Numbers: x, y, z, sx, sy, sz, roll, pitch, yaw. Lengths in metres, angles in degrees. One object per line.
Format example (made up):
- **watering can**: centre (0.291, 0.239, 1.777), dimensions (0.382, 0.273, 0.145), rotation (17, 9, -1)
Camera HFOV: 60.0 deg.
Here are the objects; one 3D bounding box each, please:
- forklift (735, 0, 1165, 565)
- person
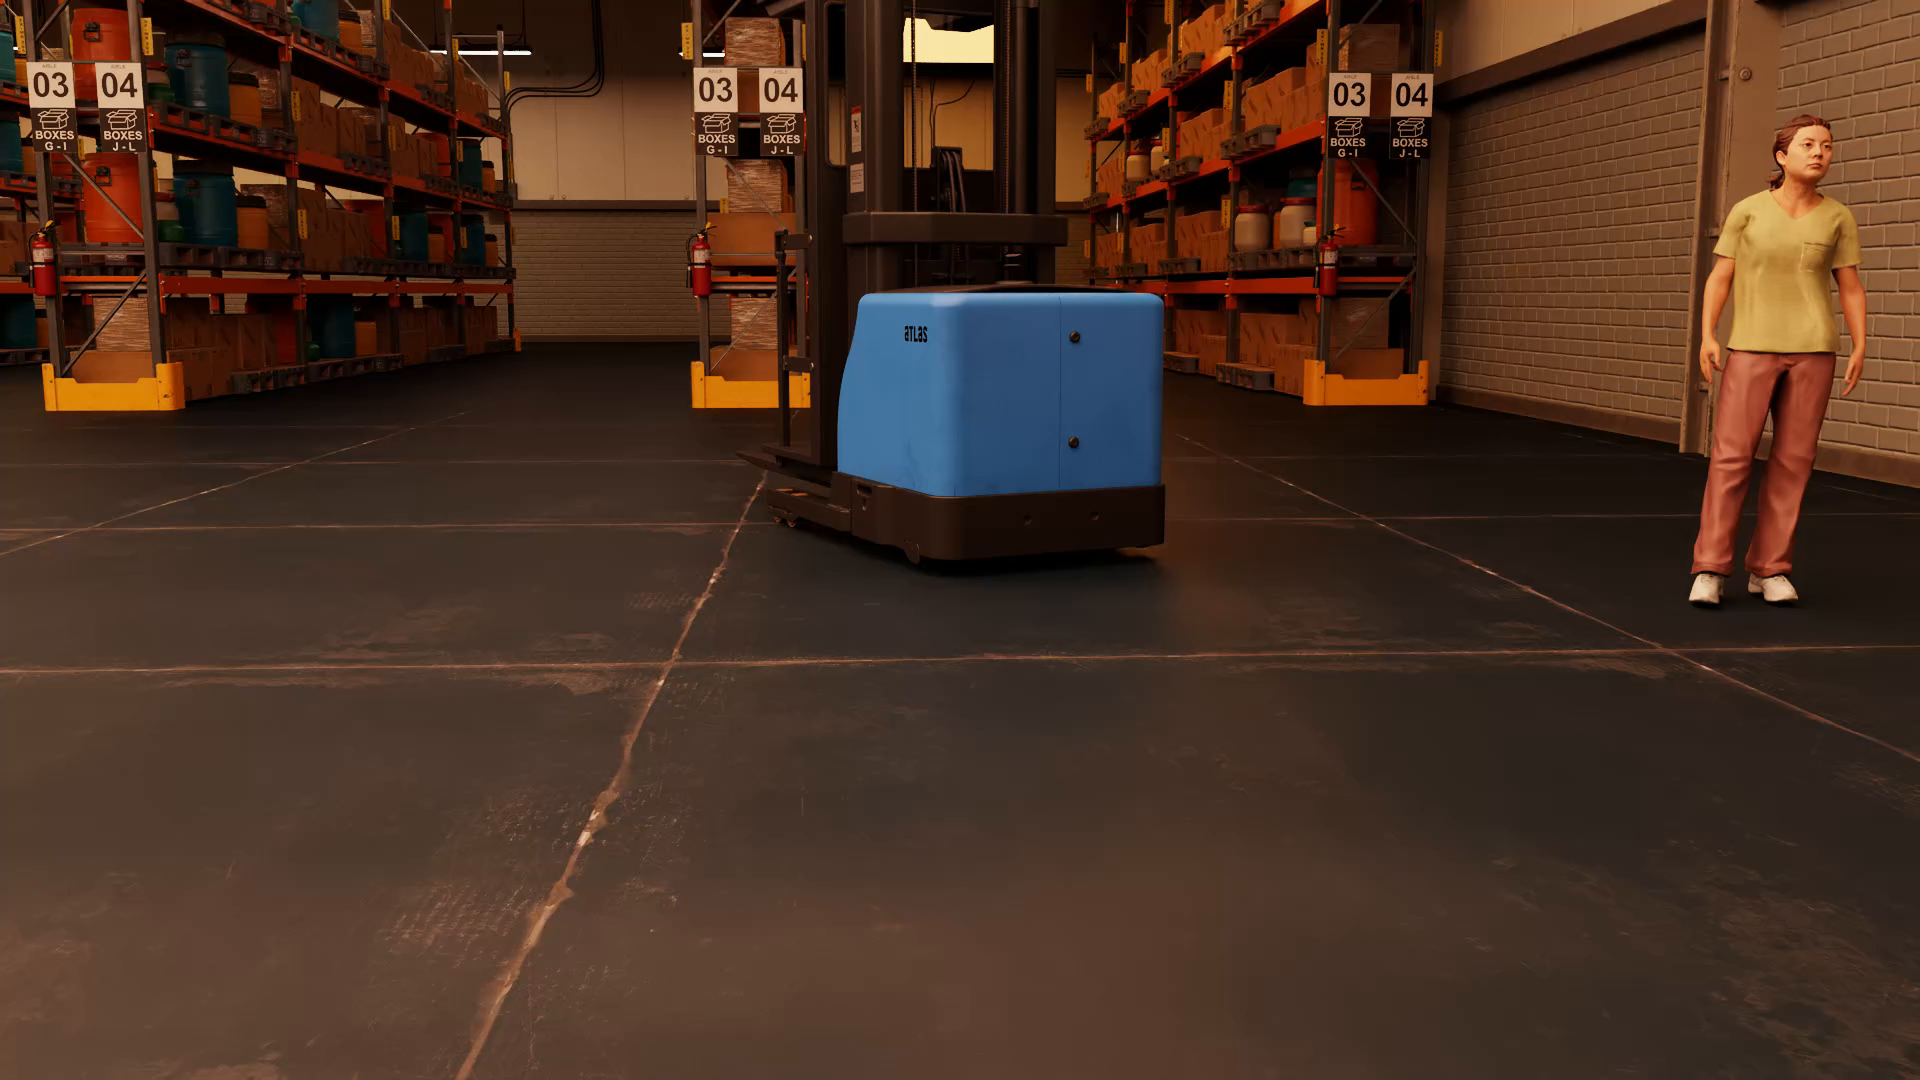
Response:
- **forklift**: centre (-0.264, -1.530, 7.637), dimensions (1.130, 2.935, 3.031), rotation (-4, 9, -25)
- **person**: centre (2.847, -0.624, 5.757), dimensions (0.551, 1.674, 0.549), rotation (2, 9, 16)
